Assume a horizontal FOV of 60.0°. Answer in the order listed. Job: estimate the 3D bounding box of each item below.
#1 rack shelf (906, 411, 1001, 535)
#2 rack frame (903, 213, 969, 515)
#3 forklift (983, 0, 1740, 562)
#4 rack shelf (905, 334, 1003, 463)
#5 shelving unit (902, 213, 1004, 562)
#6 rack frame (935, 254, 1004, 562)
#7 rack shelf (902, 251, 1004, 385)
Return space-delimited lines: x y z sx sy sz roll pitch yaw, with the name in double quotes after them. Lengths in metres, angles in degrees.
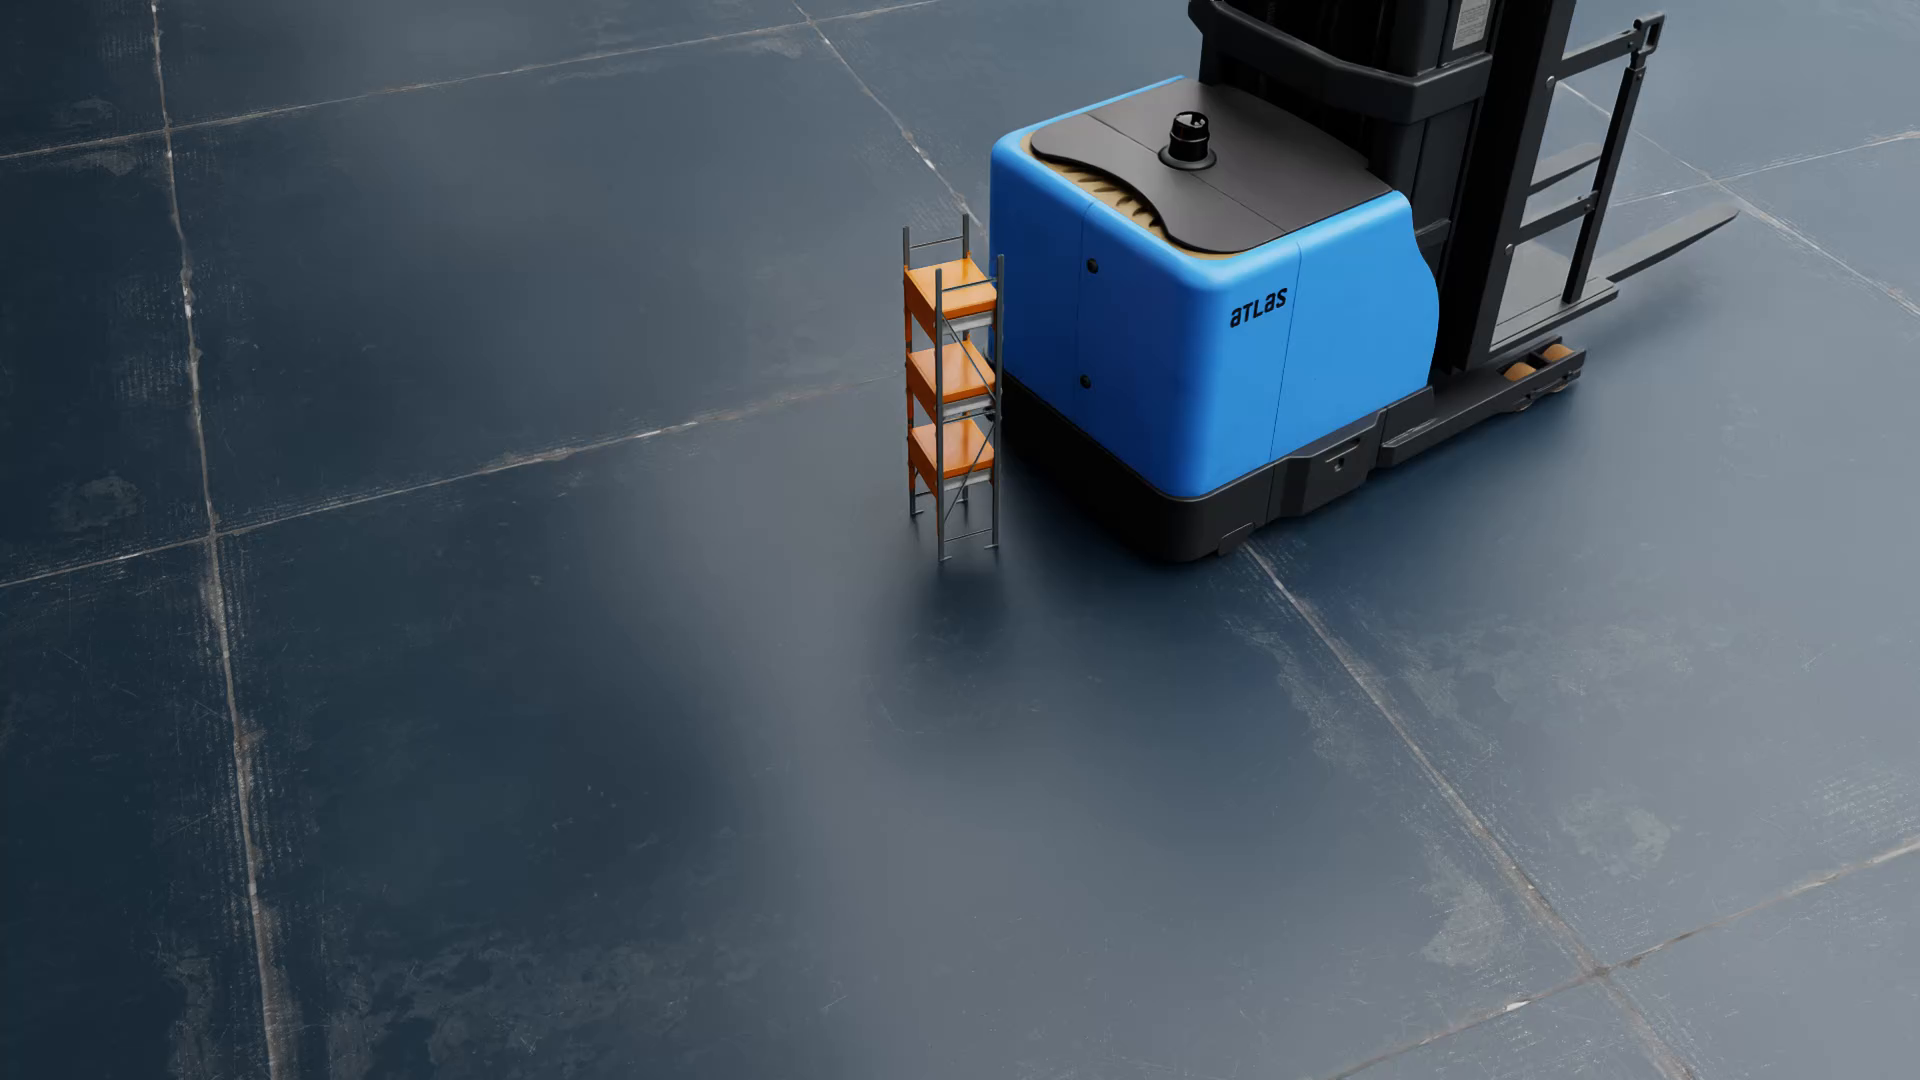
-0.020 -0.212 5.133 0.215 0.259 0.240 -15 43 -17 "rack shelf"
-0.067 -0.504 5.031 0.200 1.050 0.008 -15 43 -17 "rack frame"
1.572 -1.814 5.112 3.031 2.935 1.130 -25 47 -26 "forklift"
-0.020 -0.422 4.952 0.215 0.259 0.240 -15 43 -17 "rack shelf"
-0.020 -0.430 4.945 0.215 1.050 0.252 -15 43 -17 "shelving unit"
0.026 -0.357 4.860 0.200 1.050 0.008 -15 43 -17 "rack frame"
-0.020 -0.637 4.767 0.215 0.259 0.240 -15 43 -17 "rack shelf"
